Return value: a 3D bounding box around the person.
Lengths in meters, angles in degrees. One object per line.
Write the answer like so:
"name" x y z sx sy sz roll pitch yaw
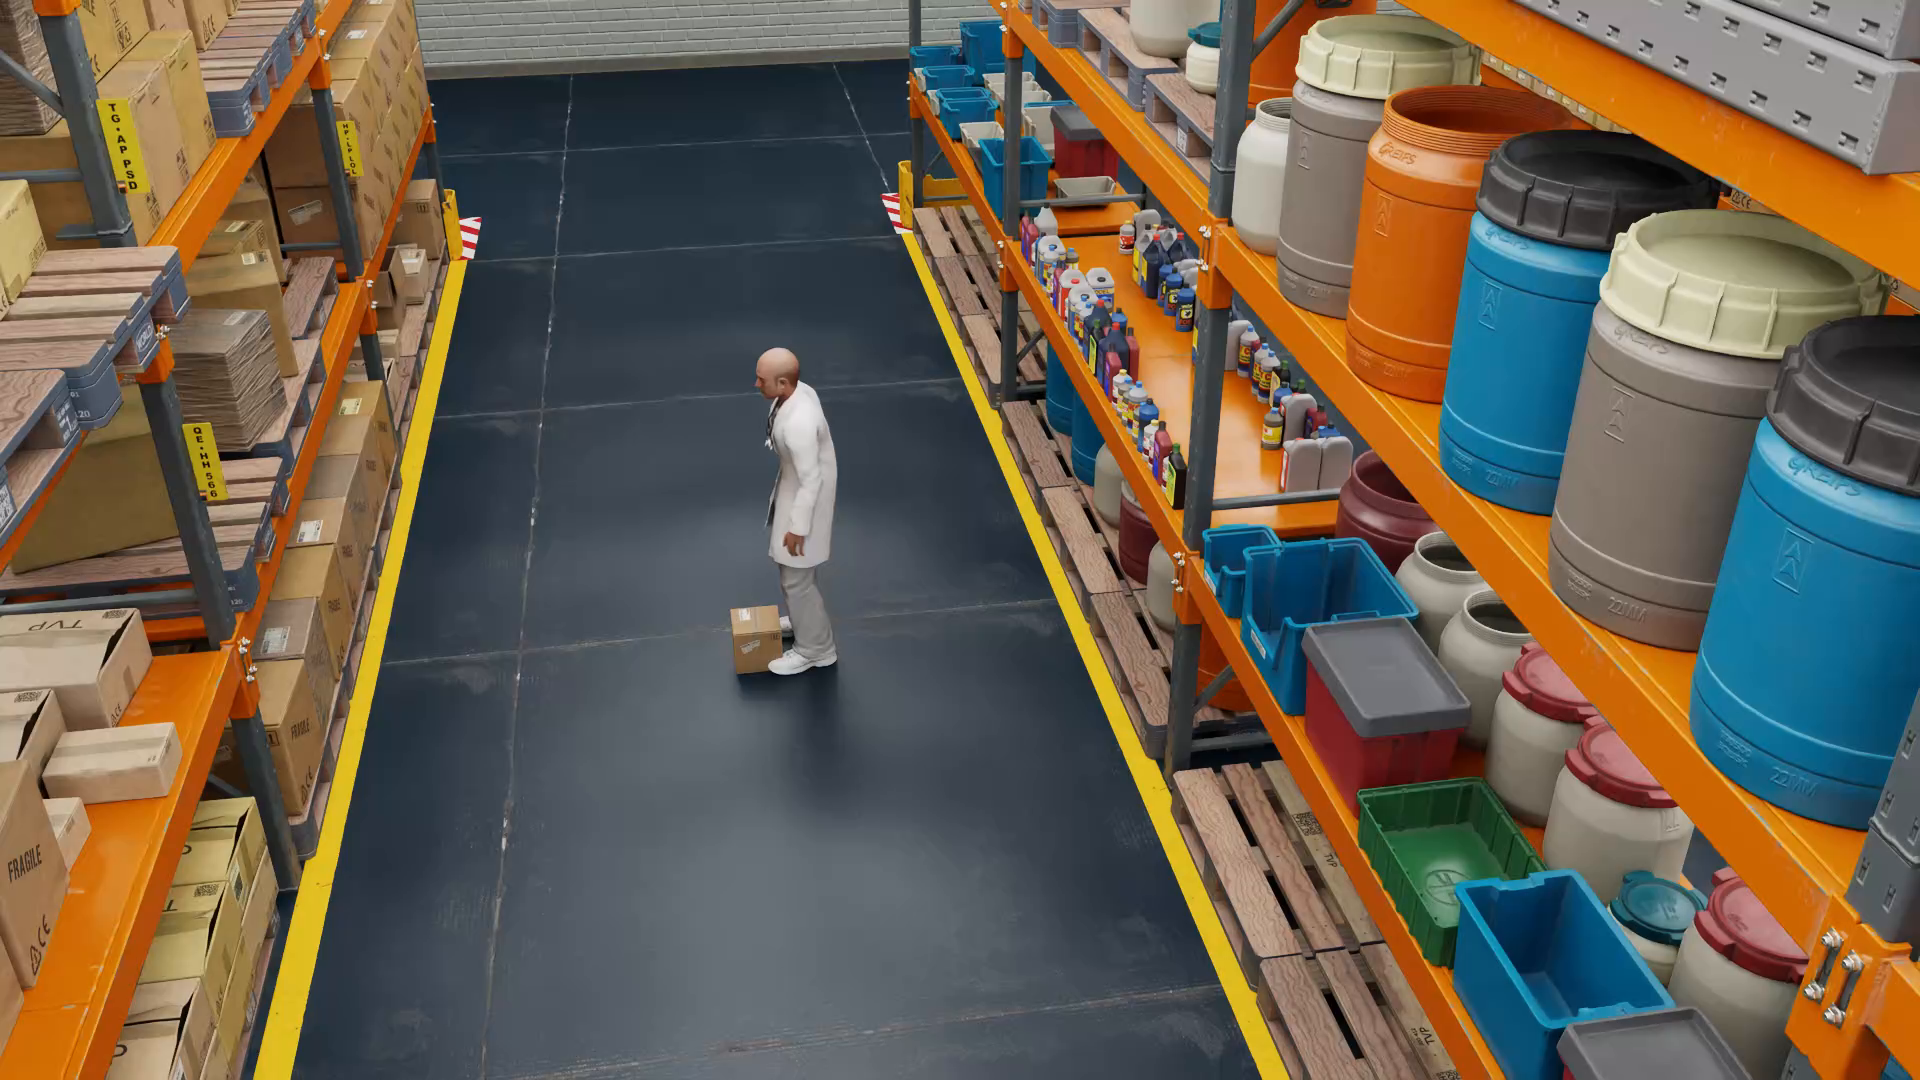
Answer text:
"person" -0.832 -0.164 8.438 0.427 1.773 0.642 -5 31 -9
